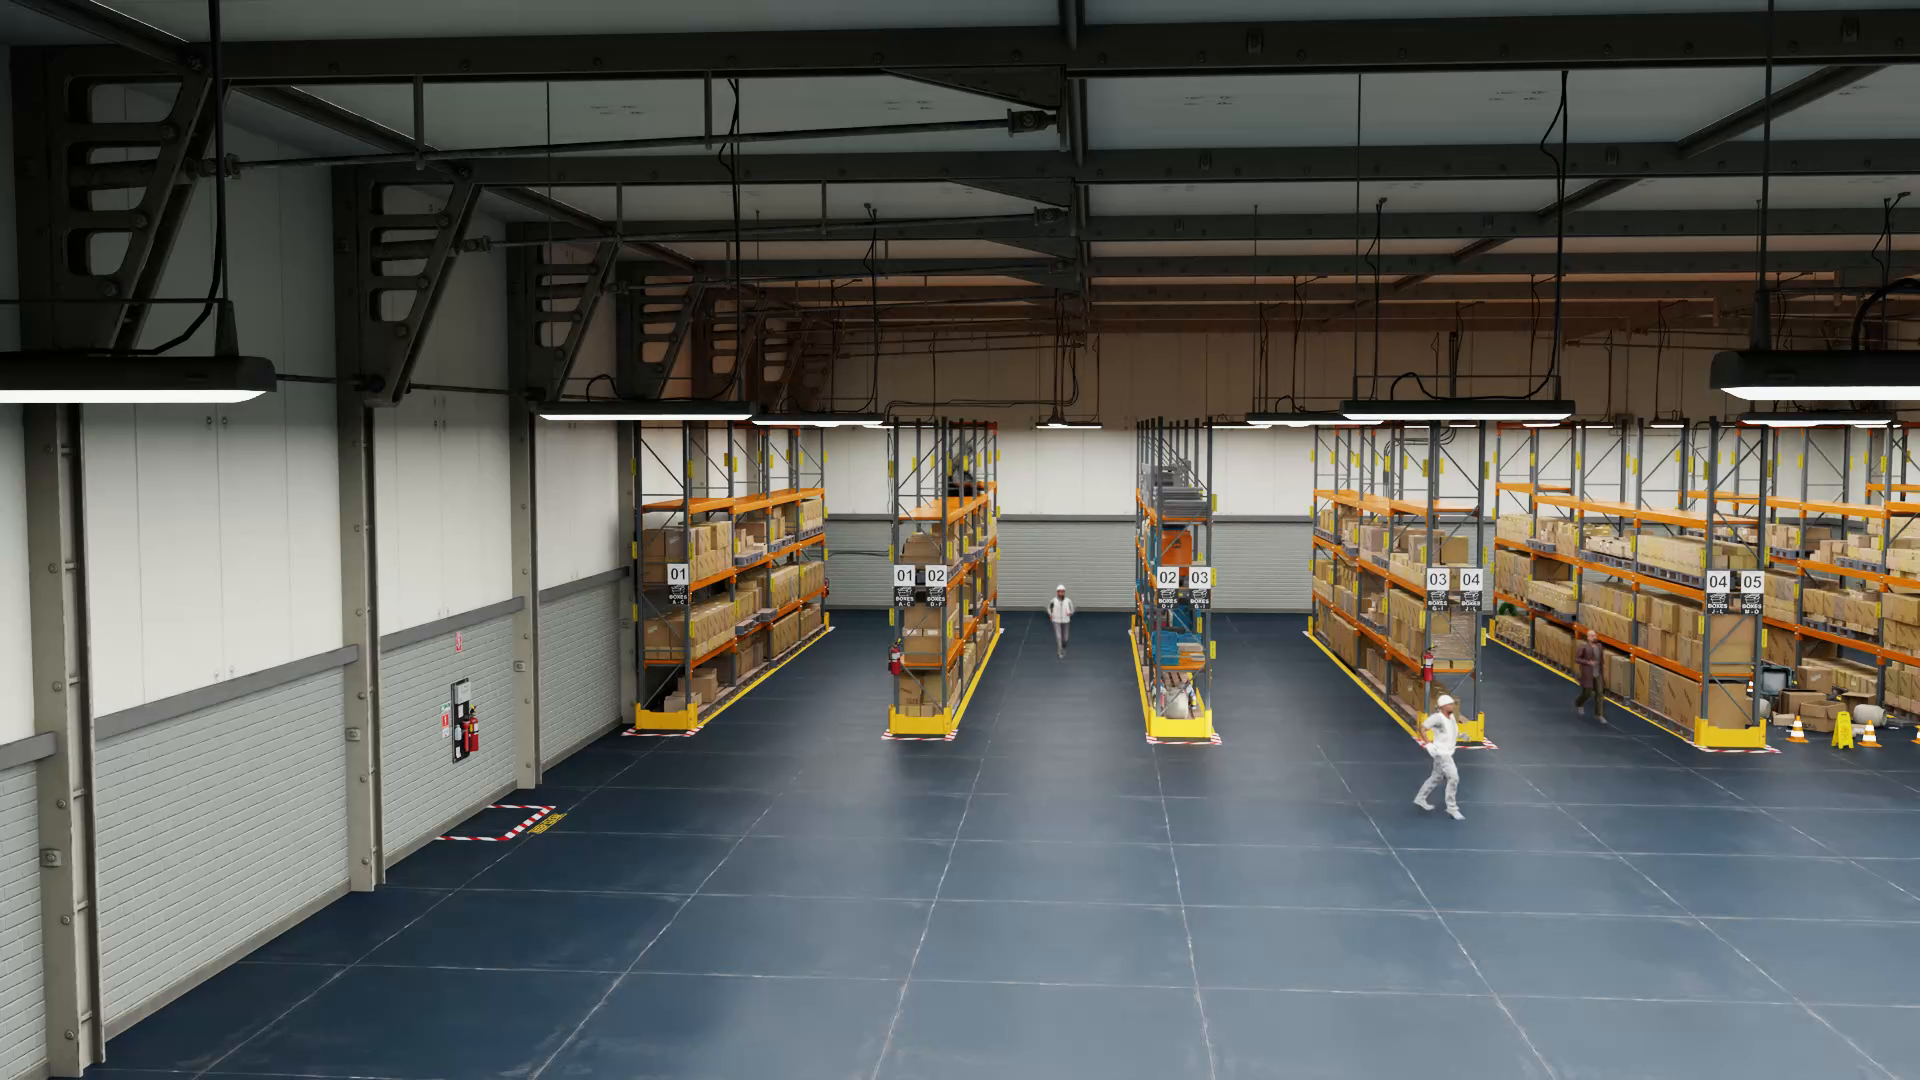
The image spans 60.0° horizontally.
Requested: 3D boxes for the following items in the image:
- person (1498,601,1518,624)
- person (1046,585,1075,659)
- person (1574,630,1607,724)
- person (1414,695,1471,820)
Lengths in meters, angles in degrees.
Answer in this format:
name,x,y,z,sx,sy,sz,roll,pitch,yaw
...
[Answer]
name,x,y,z,sx,sy,sz,roll,pitch,yaw
person,15.682,1.744,47.556,0.793,1.767,0.789,2,4,23
person,2.413,1.967,39.803,0.668,1.760,0.740,0,4,-3
person,12.459,2.671,32.813,0.710,1.781,1.049,0,4,-7
person,7.185,3.214,24.803,0.810,1.833,0.662,2,4,29
